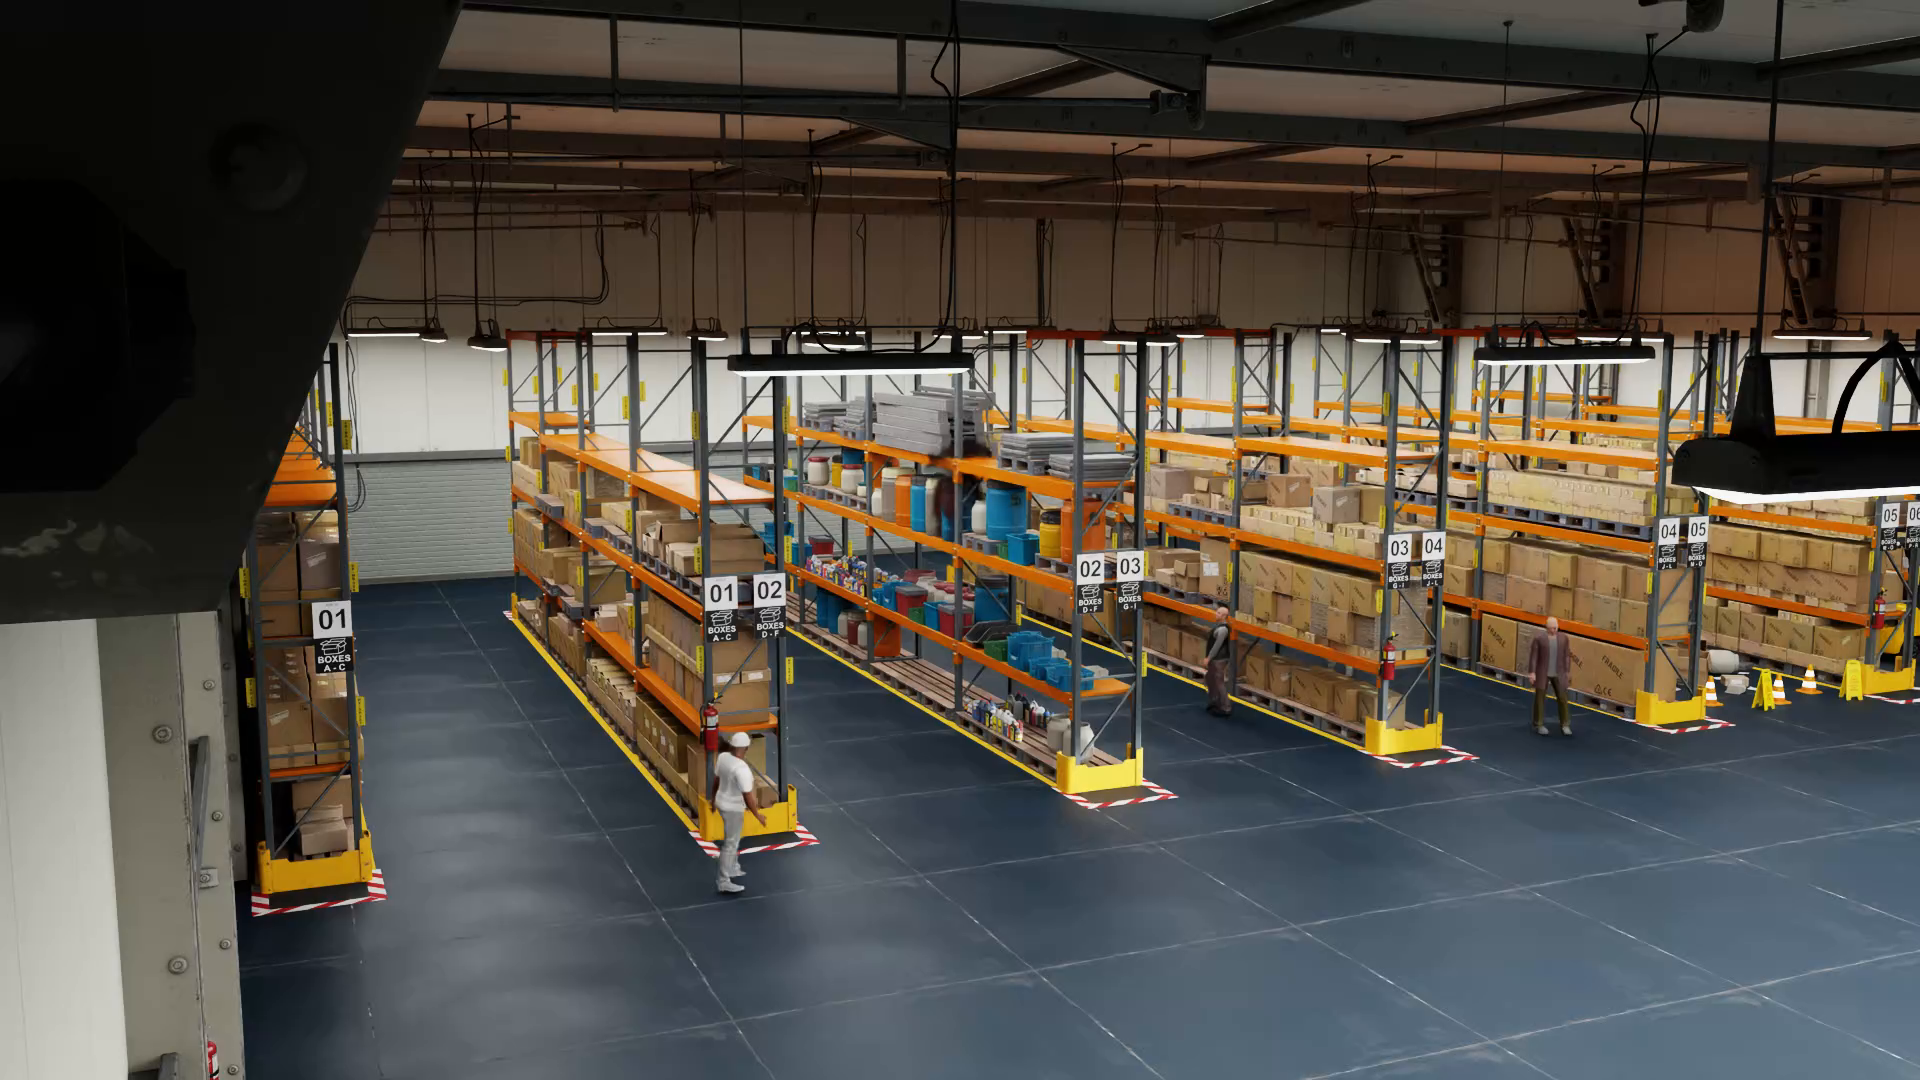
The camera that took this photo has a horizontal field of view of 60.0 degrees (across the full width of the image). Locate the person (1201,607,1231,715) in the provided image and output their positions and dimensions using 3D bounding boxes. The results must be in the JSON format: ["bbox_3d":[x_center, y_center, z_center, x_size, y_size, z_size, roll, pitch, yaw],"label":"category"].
[{"bbox_3d":[4.058,1.939,26.307,0.551,1.784,0.584,4,9,28],"label":"person"}]

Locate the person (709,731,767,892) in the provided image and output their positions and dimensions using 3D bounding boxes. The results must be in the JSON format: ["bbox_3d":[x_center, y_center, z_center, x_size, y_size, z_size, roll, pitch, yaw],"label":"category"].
[{"bbox_3d":[-2.492,2.999,18.454,0.565,1.811,0.711,-4,9,-24],"label":"person"}]

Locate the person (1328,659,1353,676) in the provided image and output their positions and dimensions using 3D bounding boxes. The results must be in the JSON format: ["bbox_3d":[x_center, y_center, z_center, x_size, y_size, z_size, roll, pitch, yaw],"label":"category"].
[{"bbox_3d":[6.716,1.485,29.188,0.576,1.778,0.435,5,9,30],"label":"person"}]

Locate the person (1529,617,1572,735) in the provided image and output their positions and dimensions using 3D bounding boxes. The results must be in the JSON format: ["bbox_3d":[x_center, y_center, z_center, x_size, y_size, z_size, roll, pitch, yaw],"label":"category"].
[{"bbox_3d":[8.929,2.039,25.120,0.632,1.774,0.430,1,8,9],"label":"person"}]
